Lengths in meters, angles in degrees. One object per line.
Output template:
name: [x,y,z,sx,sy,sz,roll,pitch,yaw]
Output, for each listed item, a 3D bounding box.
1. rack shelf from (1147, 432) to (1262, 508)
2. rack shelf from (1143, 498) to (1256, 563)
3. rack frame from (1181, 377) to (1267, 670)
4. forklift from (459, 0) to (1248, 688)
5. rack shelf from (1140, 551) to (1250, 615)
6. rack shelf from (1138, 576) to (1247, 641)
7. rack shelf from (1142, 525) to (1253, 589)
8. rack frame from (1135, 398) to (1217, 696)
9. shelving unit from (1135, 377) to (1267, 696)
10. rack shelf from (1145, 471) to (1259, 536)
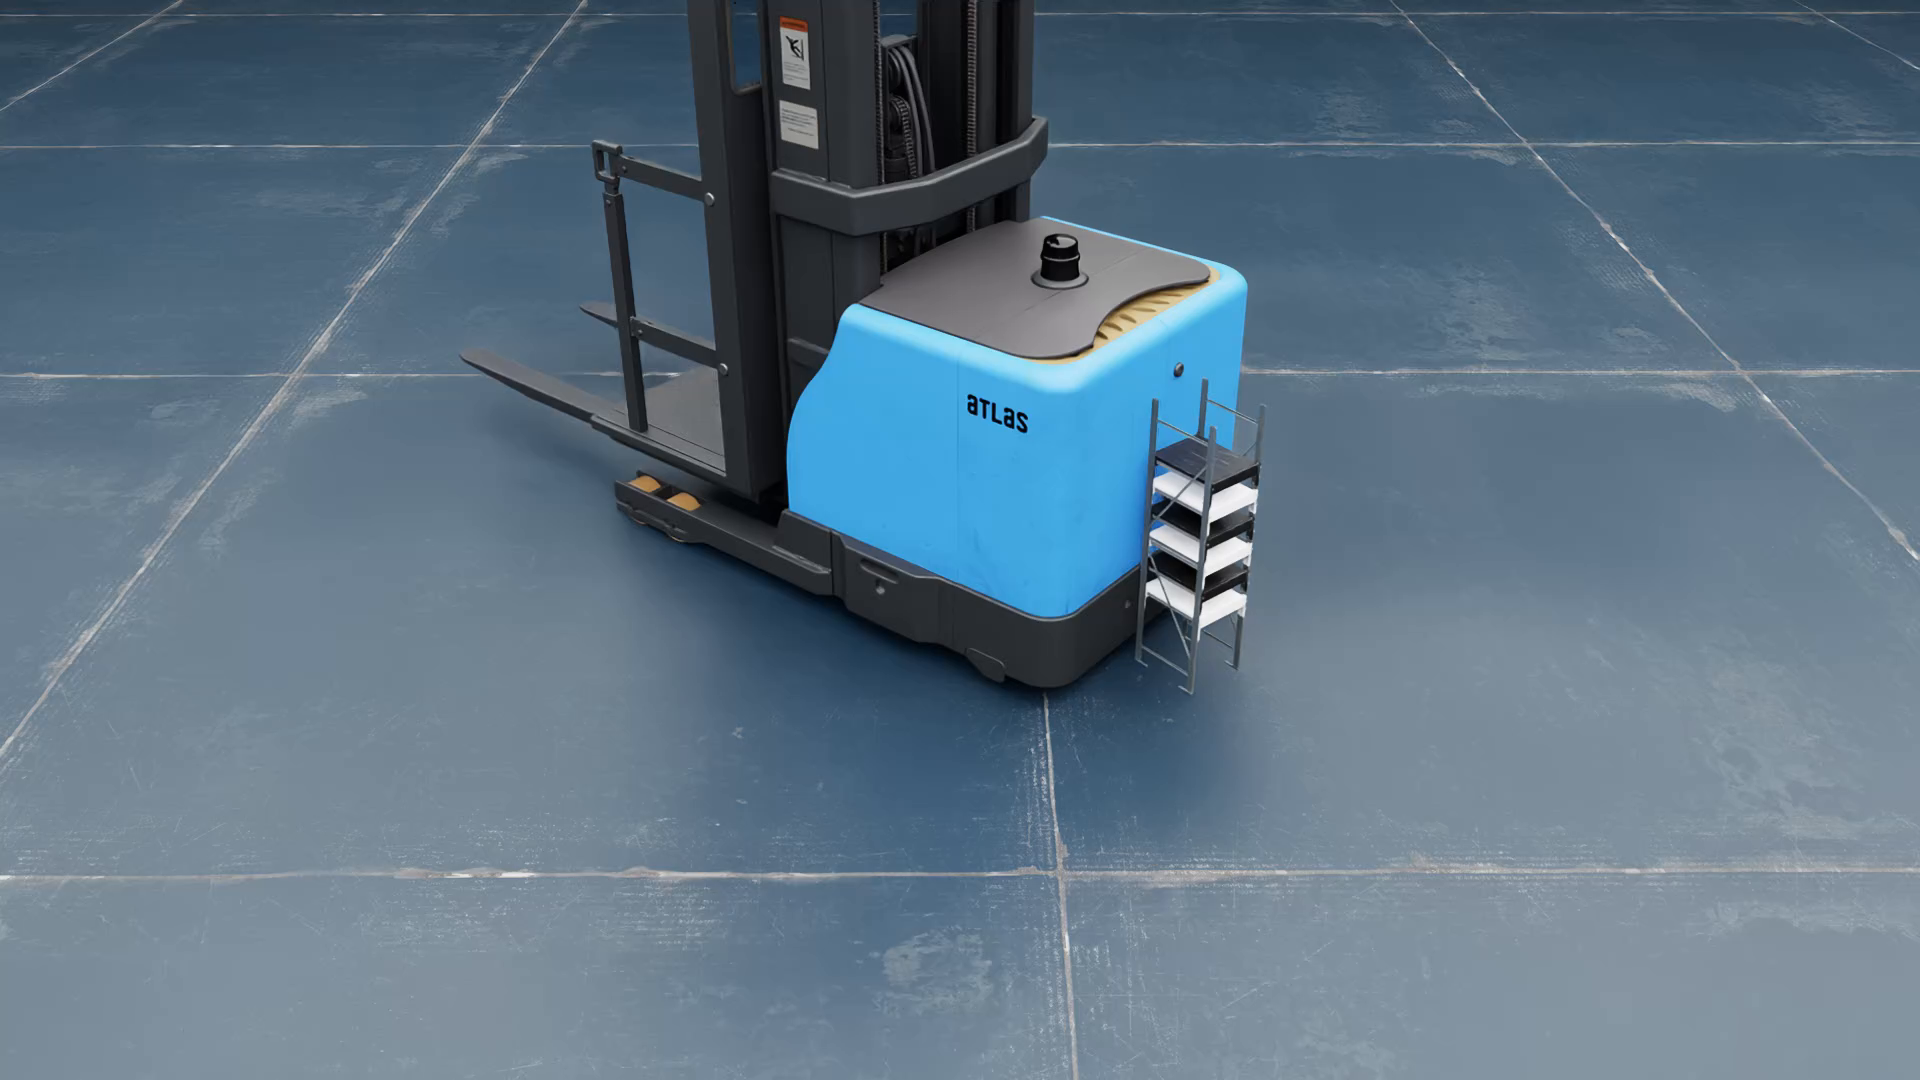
rack shelf: [0.698,-0.203,4.761,0.200,0.077,0.258,-23,38,-33]
rack shelf: [0.698,-0.050,4.855,0.200,0.077,0.258,-23,38,-33]
rack frame: [0.776,-0.035,4.940,0.006,0.900,0.240,-23,38,-33]
forklift: [-0.579,-1.436,5.292,3.031,2.935,1.130,23,38,32]
rack shelf: [0.698,0.104,4.948,0.200,0.077,0.258,-23,38,-33]
rack shelf: [0.698,0.181,4.995,0.200,0.077,0.258,-23,38,-33]
rack shelf: [0.698,0.027,4.901,0.200,0.077,0.258,-23,38,-33]
rack frame: [0.619,0.033,4.829,0.006,0.900,0.240,-23,38,-33]
shelving unit: [0.698,-0.001,4.884,0.210,0.900,0.258,-23,38,-33]
rack shelf: [0.698,-0.127,4.808,0.200,0.077,0.258,-23,38,-33]
